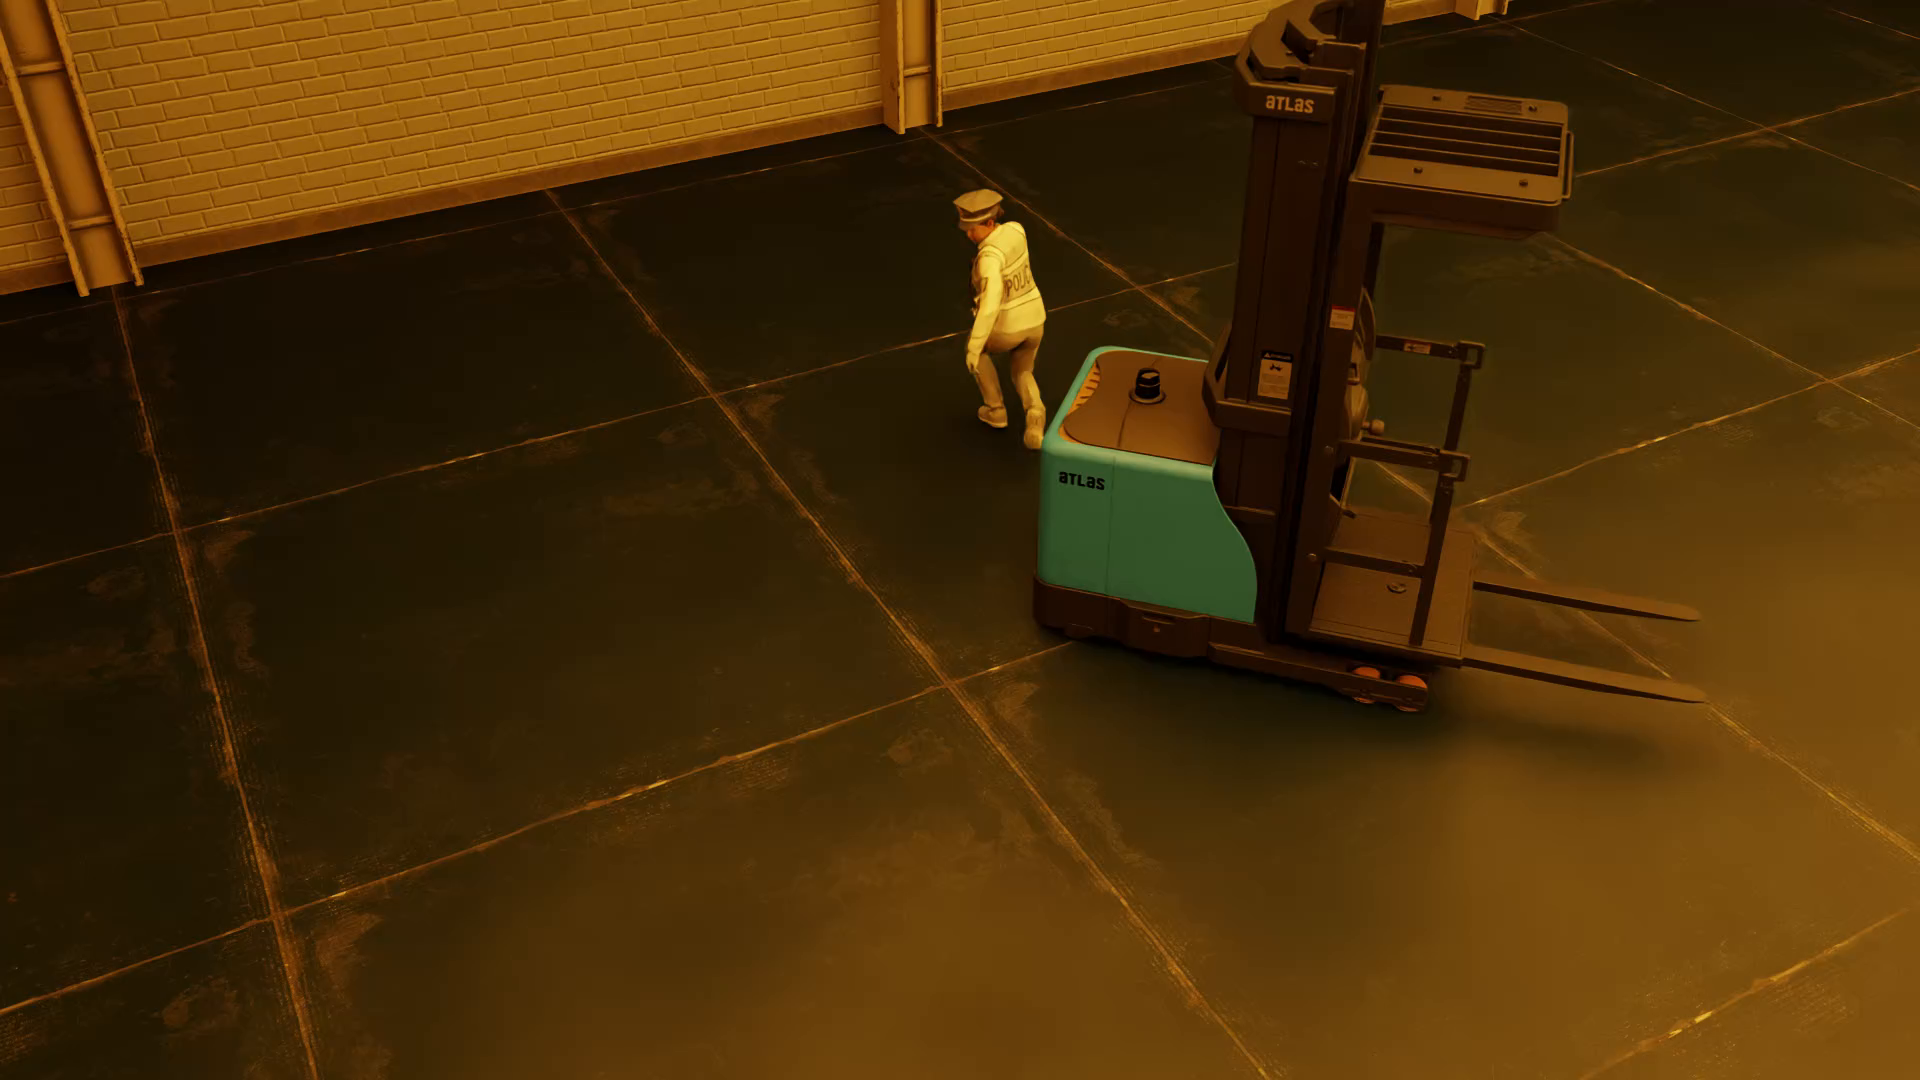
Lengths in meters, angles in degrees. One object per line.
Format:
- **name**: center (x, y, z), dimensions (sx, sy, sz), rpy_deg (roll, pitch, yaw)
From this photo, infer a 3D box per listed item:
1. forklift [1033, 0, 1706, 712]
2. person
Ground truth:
- **forklift**: center (1.926, -0.762, 7.201), dimensions (3.031, 2.935, 1.130), rpy_deg (11, 37, 15)
- **person**: center (0.207, -1.185, 9.133), dimensions (0.573, 1.440, 0.775), rpy_deg (-23, 41, -29)
